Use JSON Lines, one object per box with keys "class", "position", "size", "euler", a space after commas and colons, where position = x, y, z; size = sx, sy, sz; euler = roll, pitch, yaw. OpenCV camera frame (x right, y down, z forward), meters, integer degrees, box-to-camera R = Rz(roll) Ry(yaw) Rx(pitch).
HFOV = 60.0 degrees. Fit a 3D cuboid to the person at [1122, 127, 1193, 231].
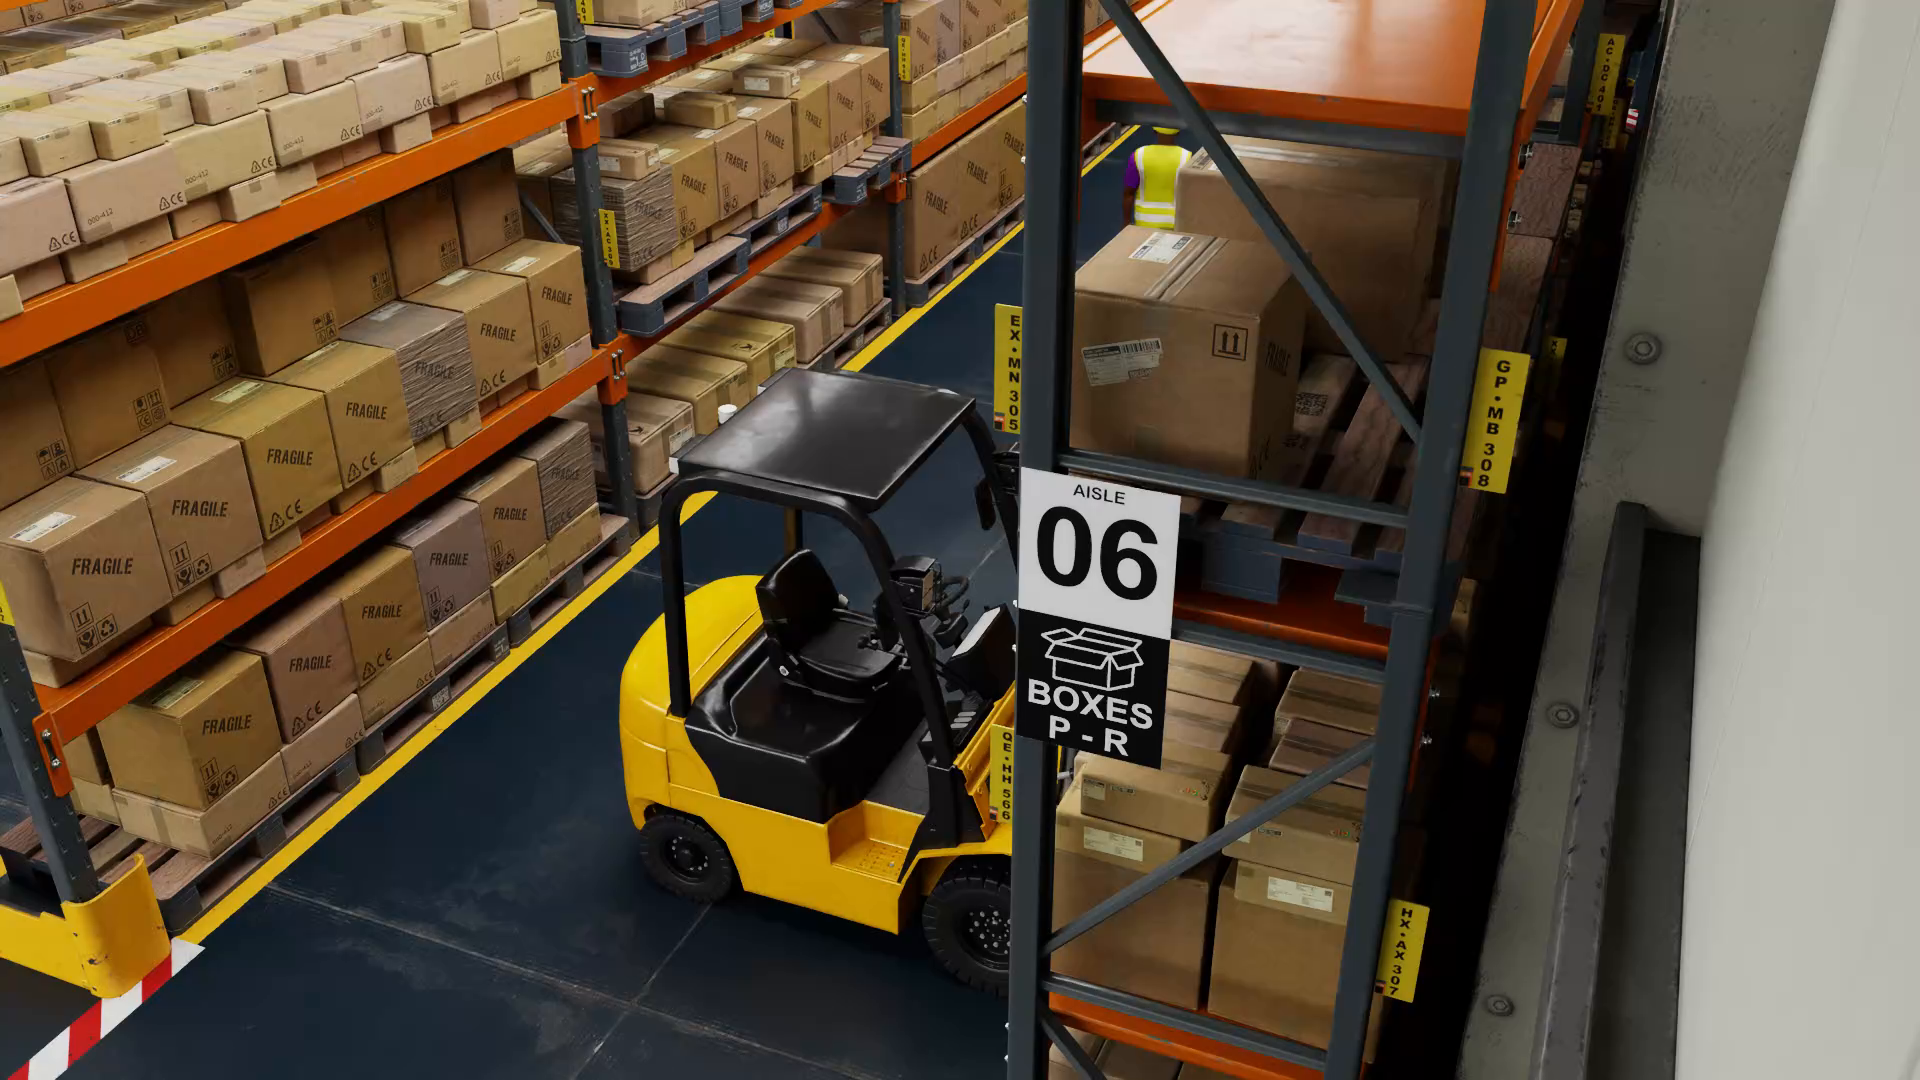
{"class": "person", "position": [1.534, -2.417, 12.619], "size": [0.563, 1.767, 0.456], "euler": [10, 31, 17]}
